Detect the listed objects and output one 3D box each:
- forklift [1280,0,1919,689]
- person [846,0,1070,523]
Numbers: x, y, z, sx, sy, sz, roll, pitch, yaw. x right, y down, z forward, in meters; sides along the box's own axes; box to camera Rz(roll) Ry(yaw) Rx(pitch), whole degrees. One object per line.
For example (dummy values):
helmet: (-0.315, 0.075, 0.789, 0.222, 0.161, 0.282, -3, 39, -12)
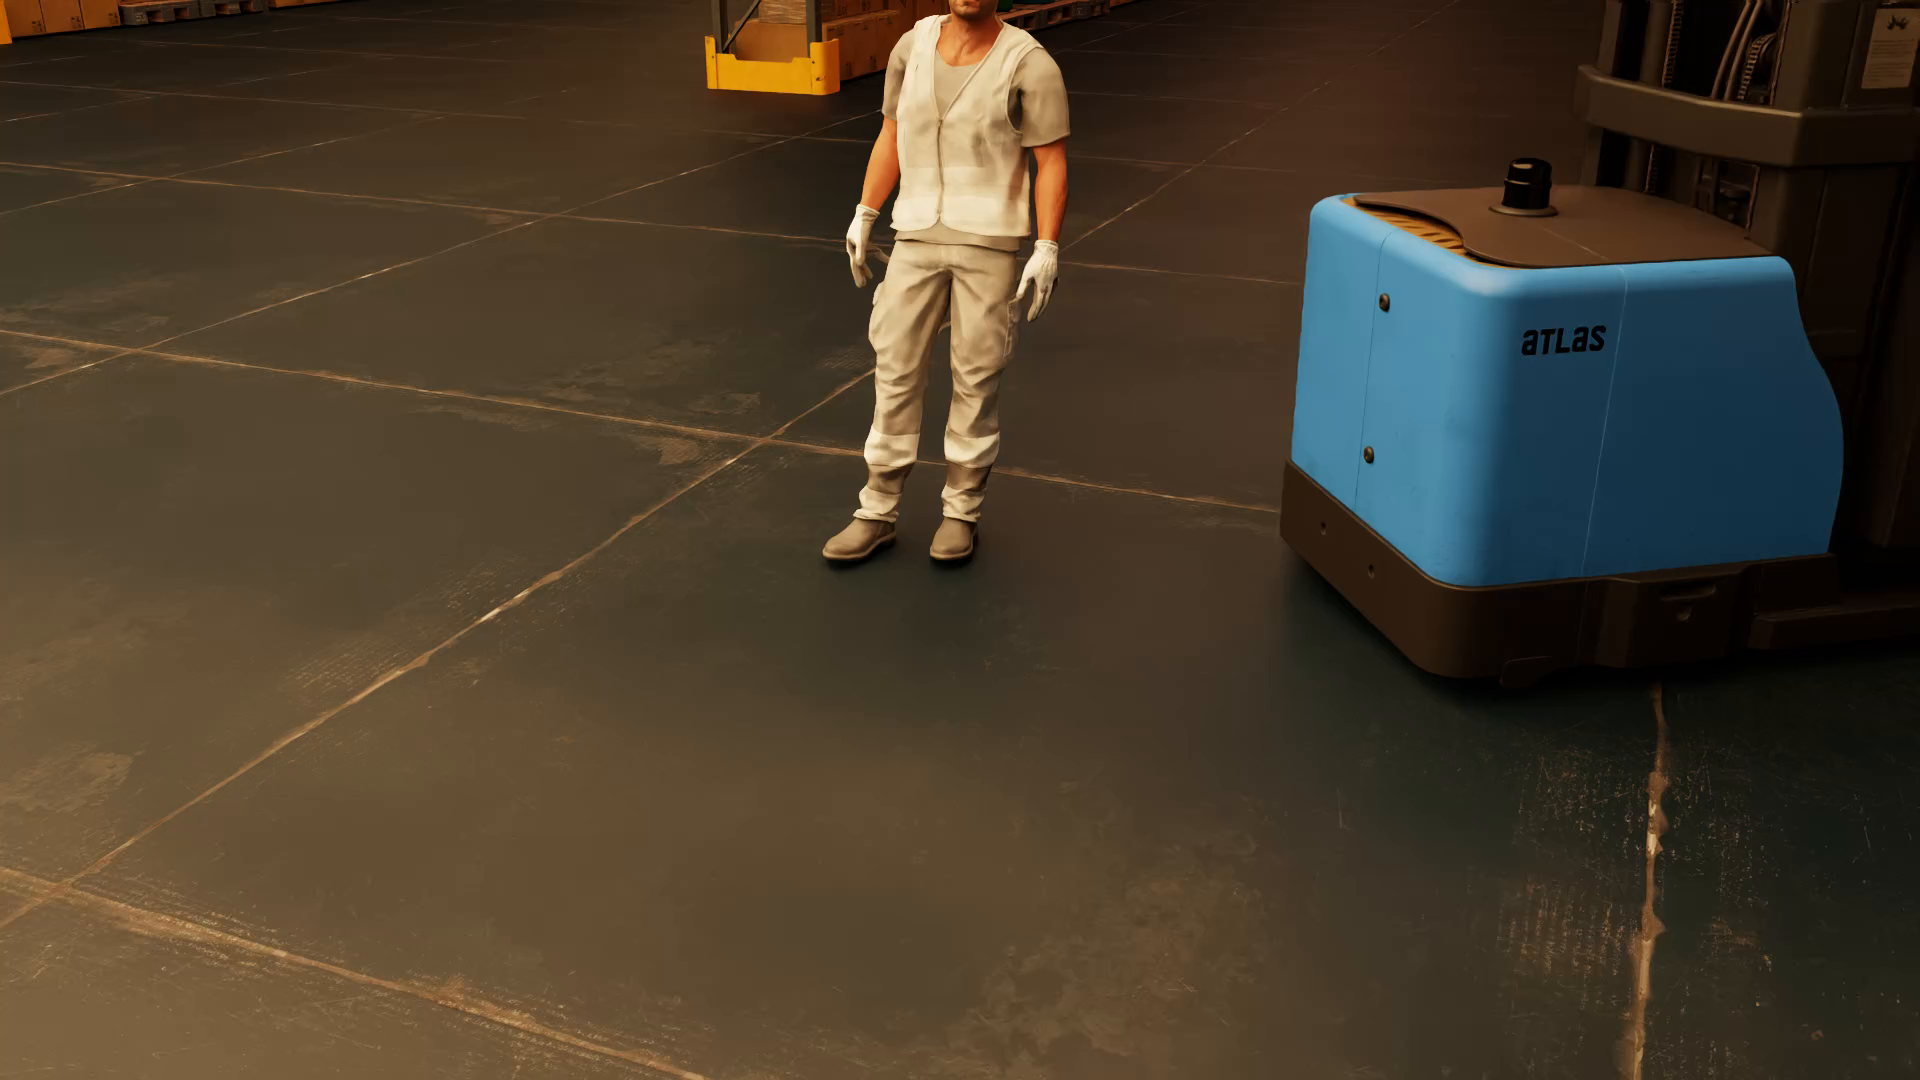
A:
forklift: (2.523, -1.261, 4.310, 3.031, 2.935, 1.130, -5, 23, -12)
person: (-0.015, -0.855, 4.731, 0.637, 1.735, 0.424, 9, 24, 21)
